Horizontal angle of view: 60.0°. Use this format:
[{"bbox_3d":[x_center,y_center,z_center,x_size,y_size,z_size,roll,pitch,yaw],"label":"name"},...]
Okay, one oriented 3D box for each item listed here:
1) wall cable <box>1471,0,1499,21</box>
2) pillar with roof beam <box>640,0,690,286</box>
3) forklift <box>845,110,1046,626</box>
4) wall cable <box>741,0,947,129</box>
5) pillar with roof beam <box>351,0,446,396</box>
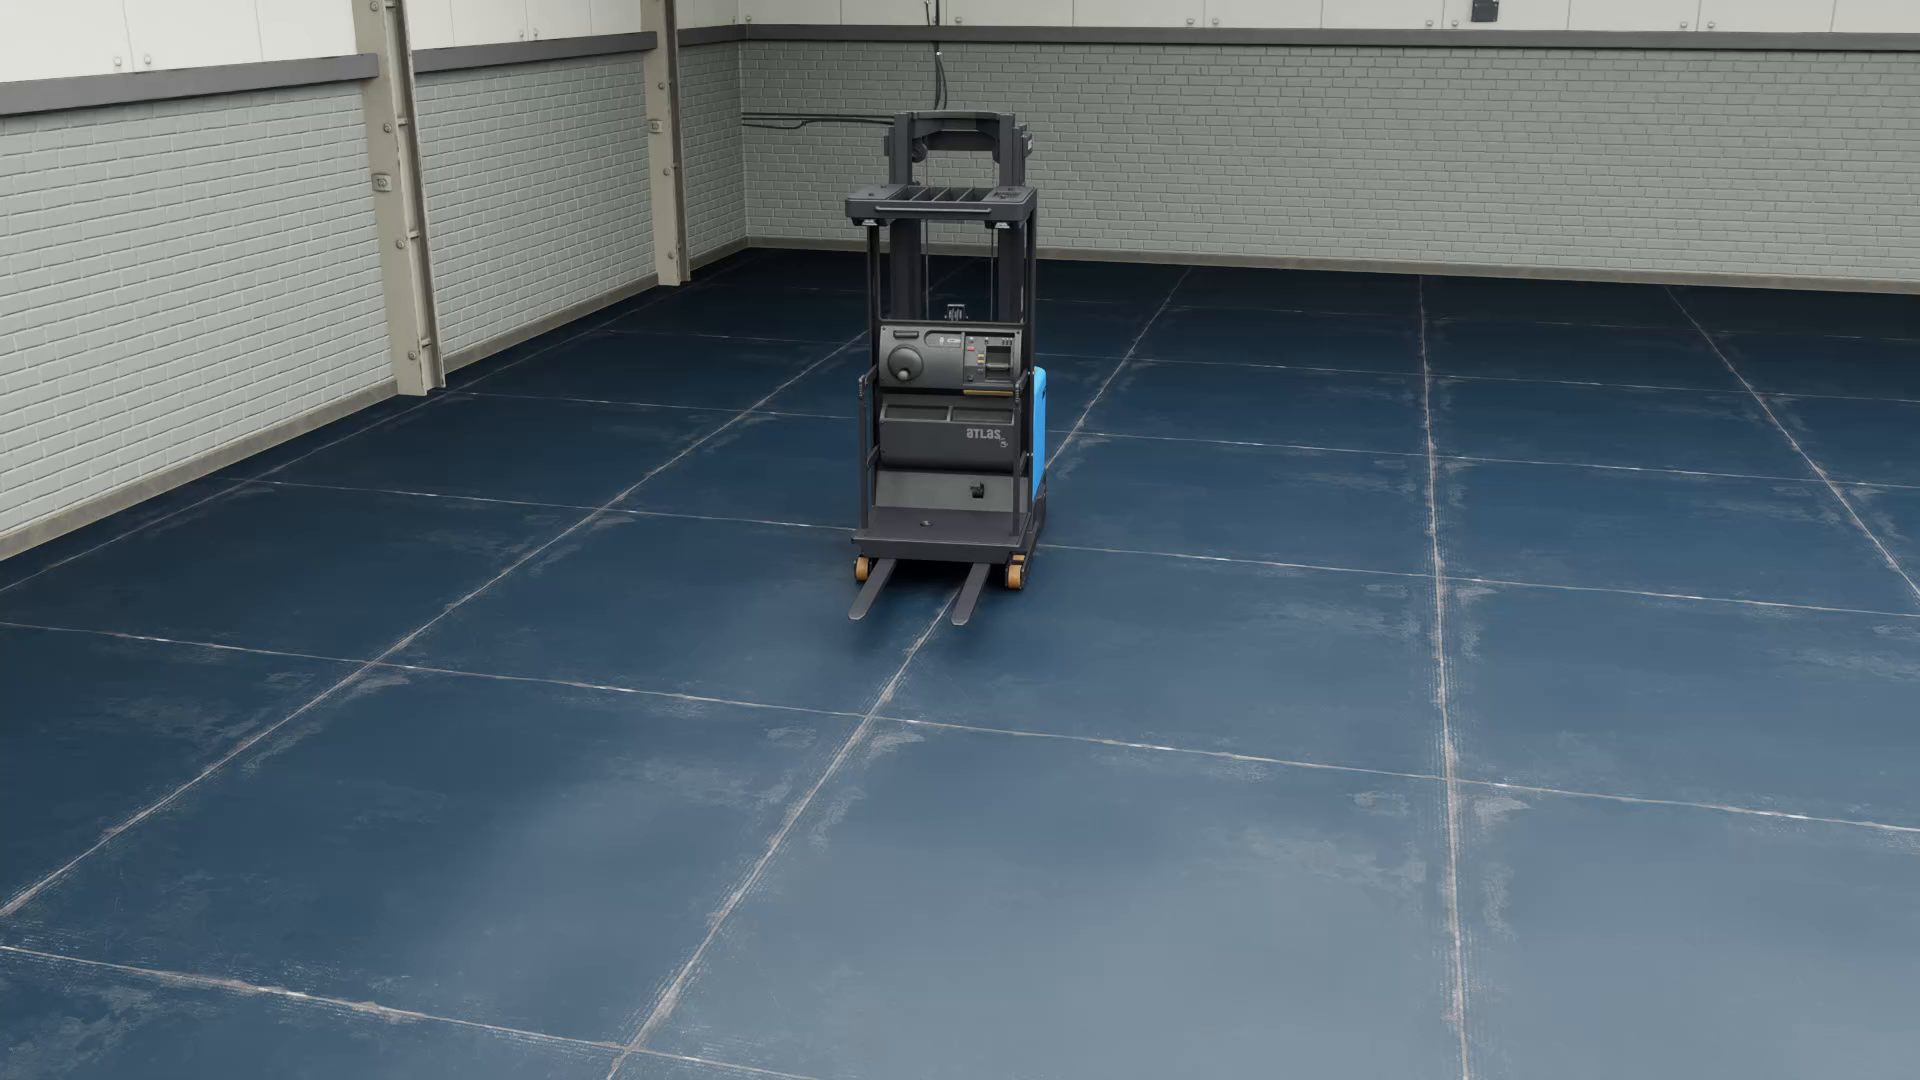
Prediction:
[{"bbox_3d":[7.519,-9.245,19.572,2.305,6.003,0.169,5,19,13],"label":"wall cable"},{"bbox_3d":[0.489,-7.232,18.938,9.100,9.000,0.400,5,19,13],"label":"pillar with roof beam"},{"bbox_3d":[-0.092,-1.187,10.627,1.130,2.935,3.031,3,19,8],"label":"forklift"},{"bbox_3d":[-1.683,-6.921,22.833,3.097,2.526,0.112,5,19,13],"label":"wall cable"},{"bbox_3d":[-0.977,-5.351,13.433,9.100,9.000,0.400,5,19,13],"label":"pillar with roof beam"}]
